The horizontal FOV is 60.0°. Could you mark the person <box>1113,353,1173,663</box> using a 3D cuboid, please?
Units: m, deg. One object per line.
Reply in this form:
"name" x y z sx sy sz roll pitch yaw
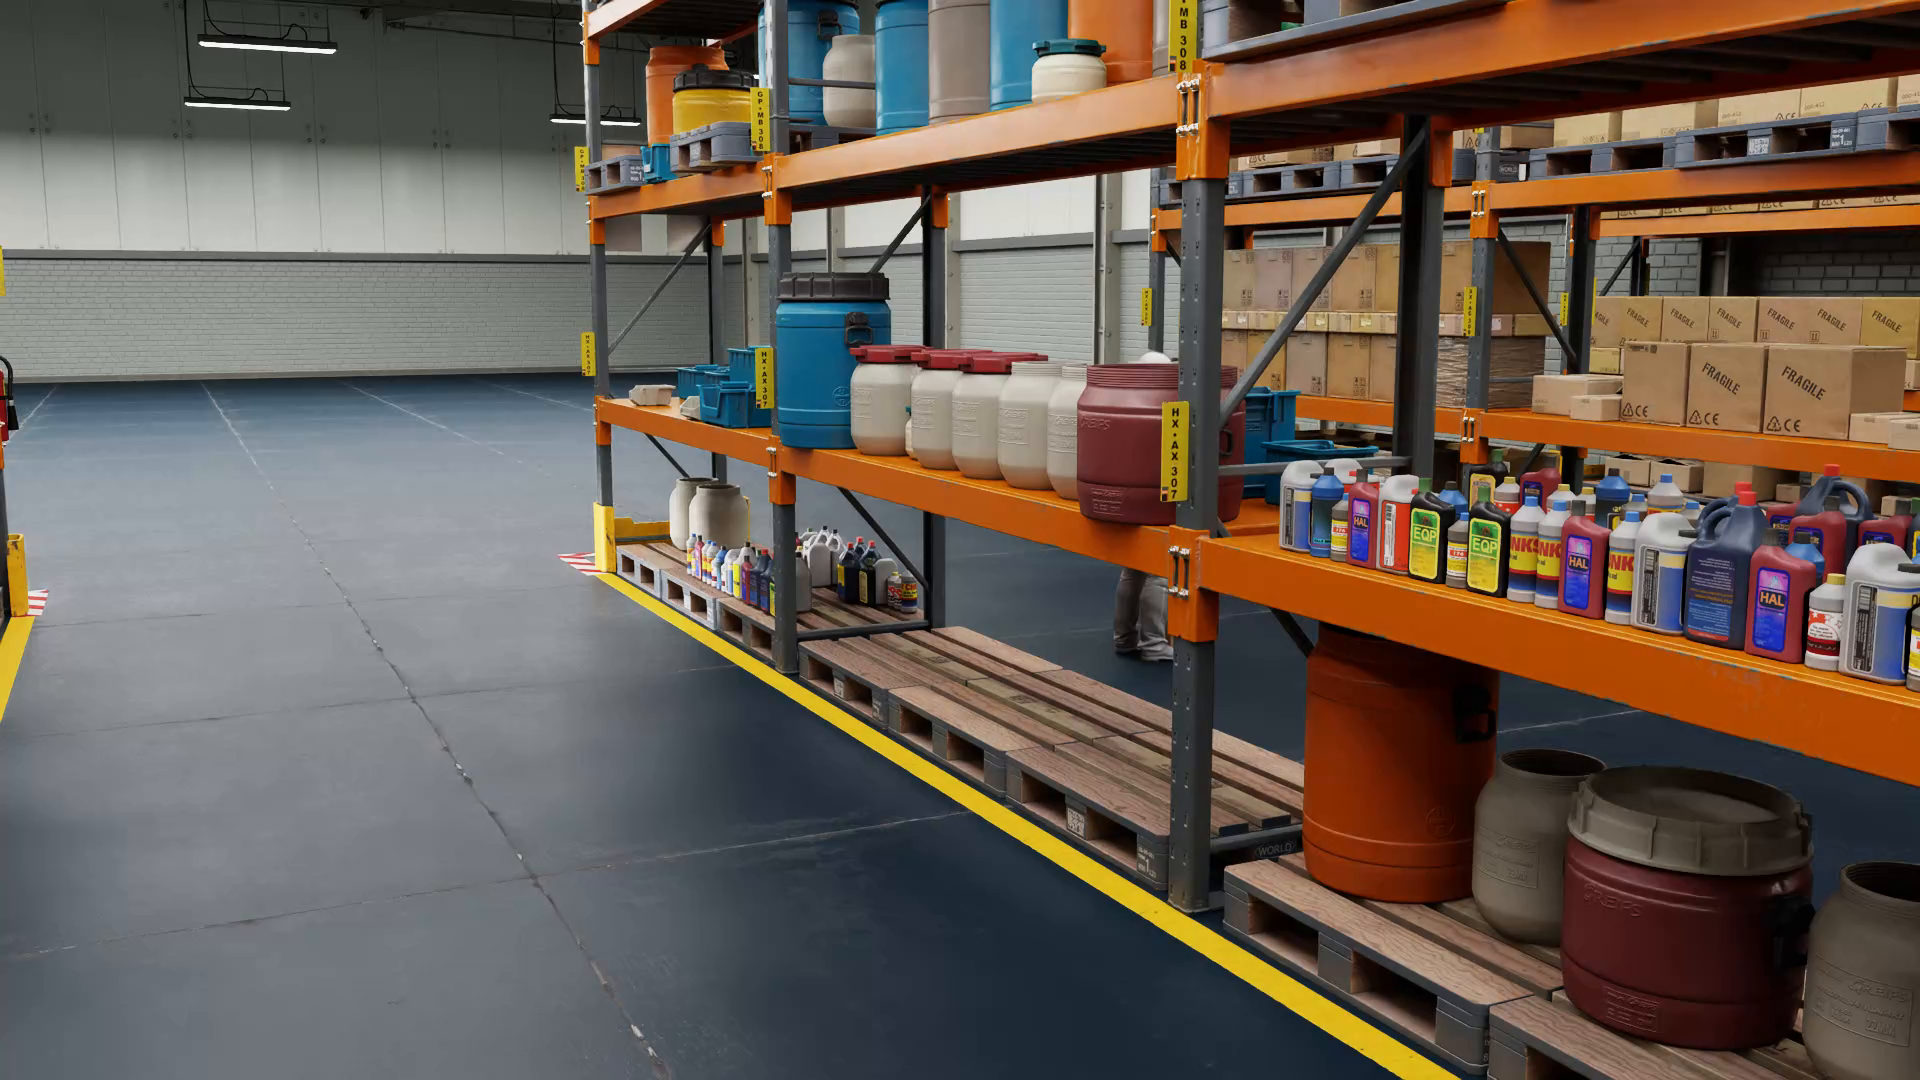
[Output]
"person" 1.078 -0.199 9.624 0.463 1.759 0.626 -5 10 -29
